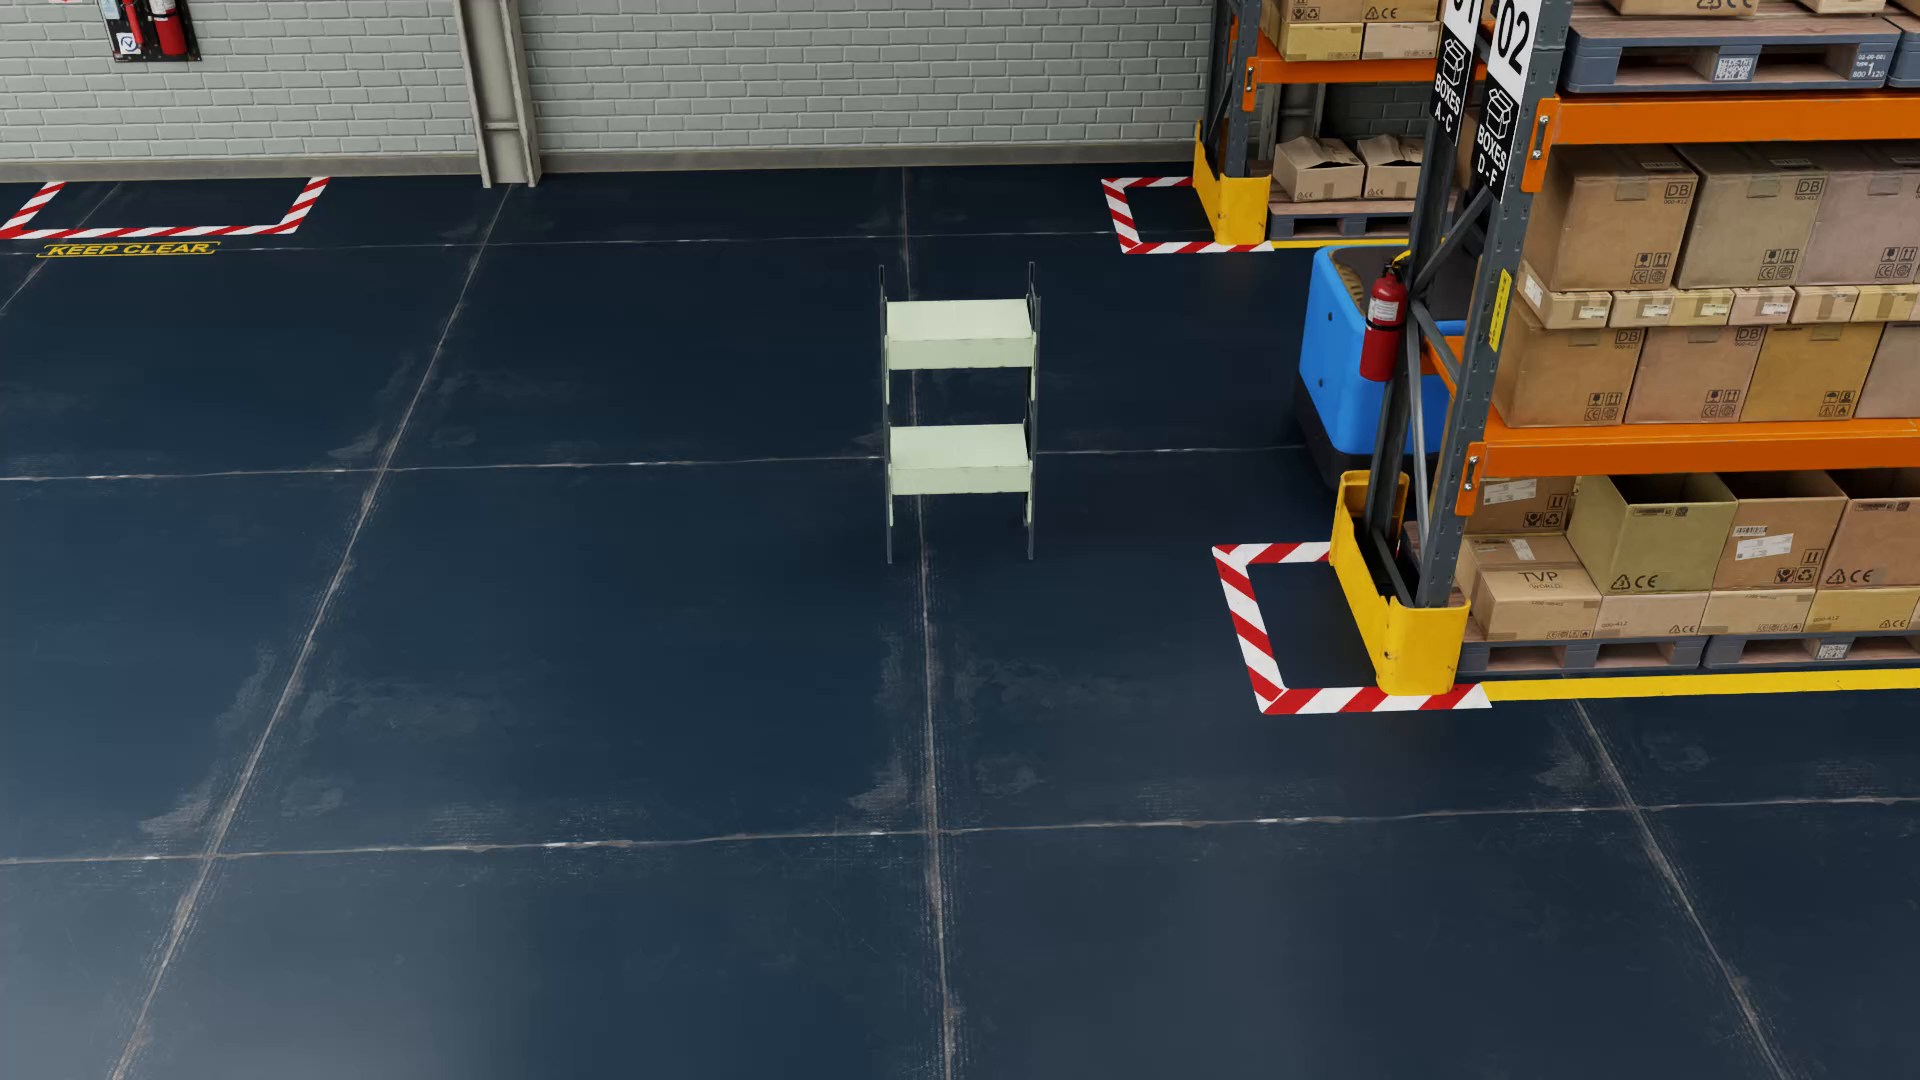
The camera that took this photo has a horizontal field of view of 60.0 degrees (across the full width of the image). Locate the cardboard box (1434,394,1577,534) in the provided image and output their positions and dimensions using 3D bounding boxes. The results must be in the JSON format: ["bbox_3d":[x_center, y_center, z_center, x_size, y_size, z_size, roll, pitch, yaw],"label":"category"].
[{"bbox_3d":[2.657,-0.377,8.084,0.500,0.500,0.500,-2,35,-2],"label":"cardboard box"}]

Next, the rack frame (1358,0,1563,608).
[{"bbox_3d":[2.135,-0.843,7.369,0.127,3.000,1.000,-2,35,-2],"label":"rack frame"}]

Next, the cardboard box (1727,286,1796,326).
[{"bbox_3d":[3.303,-1.060,7.023,0.250,0.149,0.380,-2,35,-3],"label":"cardboard box"}]

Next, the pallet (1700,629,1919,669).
[{"bbox_3d":[4.113,0.228,8.272,1.213,0.211,1.003,-2,35,-2],"label":"pallet"}]

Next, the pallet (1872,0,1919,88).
[{"bbox_3d":[4.064,-2.079,6.597,1.213,0.211,1.003,-2,35,-2],"label":"pallet"}]

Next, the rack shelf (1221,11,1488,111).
[{"bbox_3d":[3.895,-3.417,11.720,4.000,0.370,1.077,-2,35,-2],"label":"rack shelf"}]

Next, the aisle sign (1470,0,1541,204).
[{"bbox_3d":[2.084,-1.736,6.375,0.004,0.787,0.394,-2,35,-2],"label":"aisle sign"}]

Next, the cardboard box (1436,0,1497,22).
[{"bbox_3d":[3.399,-3.774,11.059,0.500,0.500,0.500,-3,35,-4],"label":"cardboard box"}]

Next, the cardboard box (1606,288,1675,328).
[{"bbox_3d":[2.801,-1.048,7.007,0.250,0.149,0.380,-2,35,-3],"label":"cardboard box"}]

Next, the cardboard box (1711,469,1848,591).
[{"bbox_3d":[3.680,-0.117,7.708,0.500,0.500,0.500,-2,35,-2],"label":"cardboard box"}]

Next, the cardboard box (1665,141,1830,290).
[{"bbox_3d":[3.180,-1.442,7.006,0.500,0.500,0.700,-2,35,-3],"label":"cardboard box"}]

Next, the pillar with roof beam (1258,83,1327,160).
[{"bbox_3d":[2.759,-4.189,6.932,0.400,9.000,9.100,-2,35,-2],"label":"pillar with roof beam"}]

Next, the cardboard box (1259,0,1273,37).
[{"bbox_3d":[2.355,-3.728,11.652,0.500,0.250,0.500,-1,35,-2],"label":"cardboard box"}]

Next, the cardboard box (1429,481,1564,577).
[{"bbox_3d":[2.657,-0.068,8.296,0.500,0.250,0.500,-2,35,-2],"label":"cardboard box"}]

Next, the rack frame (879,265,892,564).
[{"bbox_3d":[-0.372,-0.607,8.345,0.023,1.500,0.400,-2,35,-2],"label":"rack frame"}]

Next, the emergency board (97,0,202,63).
[{"bbox_3d":[-5.908,-3.963,11.877,0.643,1.169,0.194,-2,35,-2],"label":"emergency board"}]

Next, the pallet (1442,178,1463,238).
[{"bbox_3d":[4.002,-2.547,12.282,1.213,0.211,1.003,-2,35,-2],"label":"pallet"}]

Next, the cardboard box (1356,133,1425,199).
[{"bbox_3d":[3.162,-2.717,12.053,0.500,0.311,0.500,1,35,2],"label":"cardboard box"}]

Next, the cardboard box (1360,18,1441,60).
[{"bbox_3d":[2.918,-3.460,11.265,0.500,0.250,0.500,-3,35,-4],"label":"cardboard box"}]

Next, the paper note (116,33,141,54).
[{"bbox_3d":[-6.088,-3.635,12.177,0.142,0.148,0.016,-2,35,-2],"label":"paper note"}]

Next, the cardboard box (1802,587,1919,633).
[{"bbox_3d":[4.180,0.187,7.927,0.500,0.250,0.500,-2,35,-2],"label":"cardboard box"}]

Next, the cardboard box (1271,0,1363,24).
[{"bbox_3d":[2.388,-3.756,11.033,0.500,0.500,0.500,-1,35,-2],"label":"cardboard box"}]

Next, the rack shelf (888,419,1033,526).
[{"bbox_3d":[-0.007,-0.348,8.545,0.720,0.370,0.431,-2,35,-2],"label":"rack shelf"}]

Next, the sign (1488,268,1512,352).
[{"bbox_3d":[2.156,-0.916,6.644,0.005,0.325,0.100,-2,35,-2],"label":"sign"}]

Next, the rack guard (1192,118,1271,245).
[{"bbox_3d":[1.973,-2.633,12.152,0.348,0.500,1.175,-2,35,-2],"label":"rack guard"}]

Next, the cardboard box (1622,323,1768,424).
[{"bbox_3d":[3.127,-0.907,7.373,0.500,0.500,0.700,-1,35,-1],"label":"cardboard box"}]

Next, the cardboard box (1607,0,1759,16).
[{"bbox_3d":[2.710,-2.363,6.346,0.637,0.503,0.797,1,35,1],"label":"cardboard box"}]

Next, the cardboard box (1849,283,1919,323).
[{"bbox_3d":[3.824,-1.075,7.046,0.250,0.149,0.380,-2,35,-3],"label":"cardboard box"}]

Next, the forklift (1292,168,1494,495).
[{"bbox_3d":[3.492,-1.736,8.719,3.031,2.935,1.130,-2,35,-2],"label":"forklift"}]

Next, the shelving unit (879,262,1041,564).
[{"bbox_3d":[-0.007,-0.617,8.359,0.755,1.500,0.431,-2,35,-2],"label":"shelving unit"}]

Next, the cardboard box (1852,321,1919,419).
[{"bbox_3d":[4.149,-0.933,7.411,0.500,0.500,0.700,-1,35,-1],"label":"cardboard box"}]

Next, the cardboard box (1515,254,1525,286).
[{"bbox_3d":[2.508,-1.270,7.327,0.250,0.149,0.380,-2,35,-3],"label":"cardboard box"}]

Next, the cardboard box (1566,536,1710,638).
[{"bbox_3d":[3.181,0.211,7.893,0.500,0.250,0.500,-2,35,-2],"label":"cardboard box"}]

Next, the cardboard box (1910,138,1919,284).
[{"bbox_3d":[4.184,-1.470,7.046,0.500,0.500,0.700,-2,35,-2],"label":"cardboard box"}]

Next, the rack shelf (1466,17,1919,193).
[{"bbox_3d":[4.133,-1.835,6.798,4.000,0.370,1.077,-2,35,-2],"label":"rack shelf"}]
